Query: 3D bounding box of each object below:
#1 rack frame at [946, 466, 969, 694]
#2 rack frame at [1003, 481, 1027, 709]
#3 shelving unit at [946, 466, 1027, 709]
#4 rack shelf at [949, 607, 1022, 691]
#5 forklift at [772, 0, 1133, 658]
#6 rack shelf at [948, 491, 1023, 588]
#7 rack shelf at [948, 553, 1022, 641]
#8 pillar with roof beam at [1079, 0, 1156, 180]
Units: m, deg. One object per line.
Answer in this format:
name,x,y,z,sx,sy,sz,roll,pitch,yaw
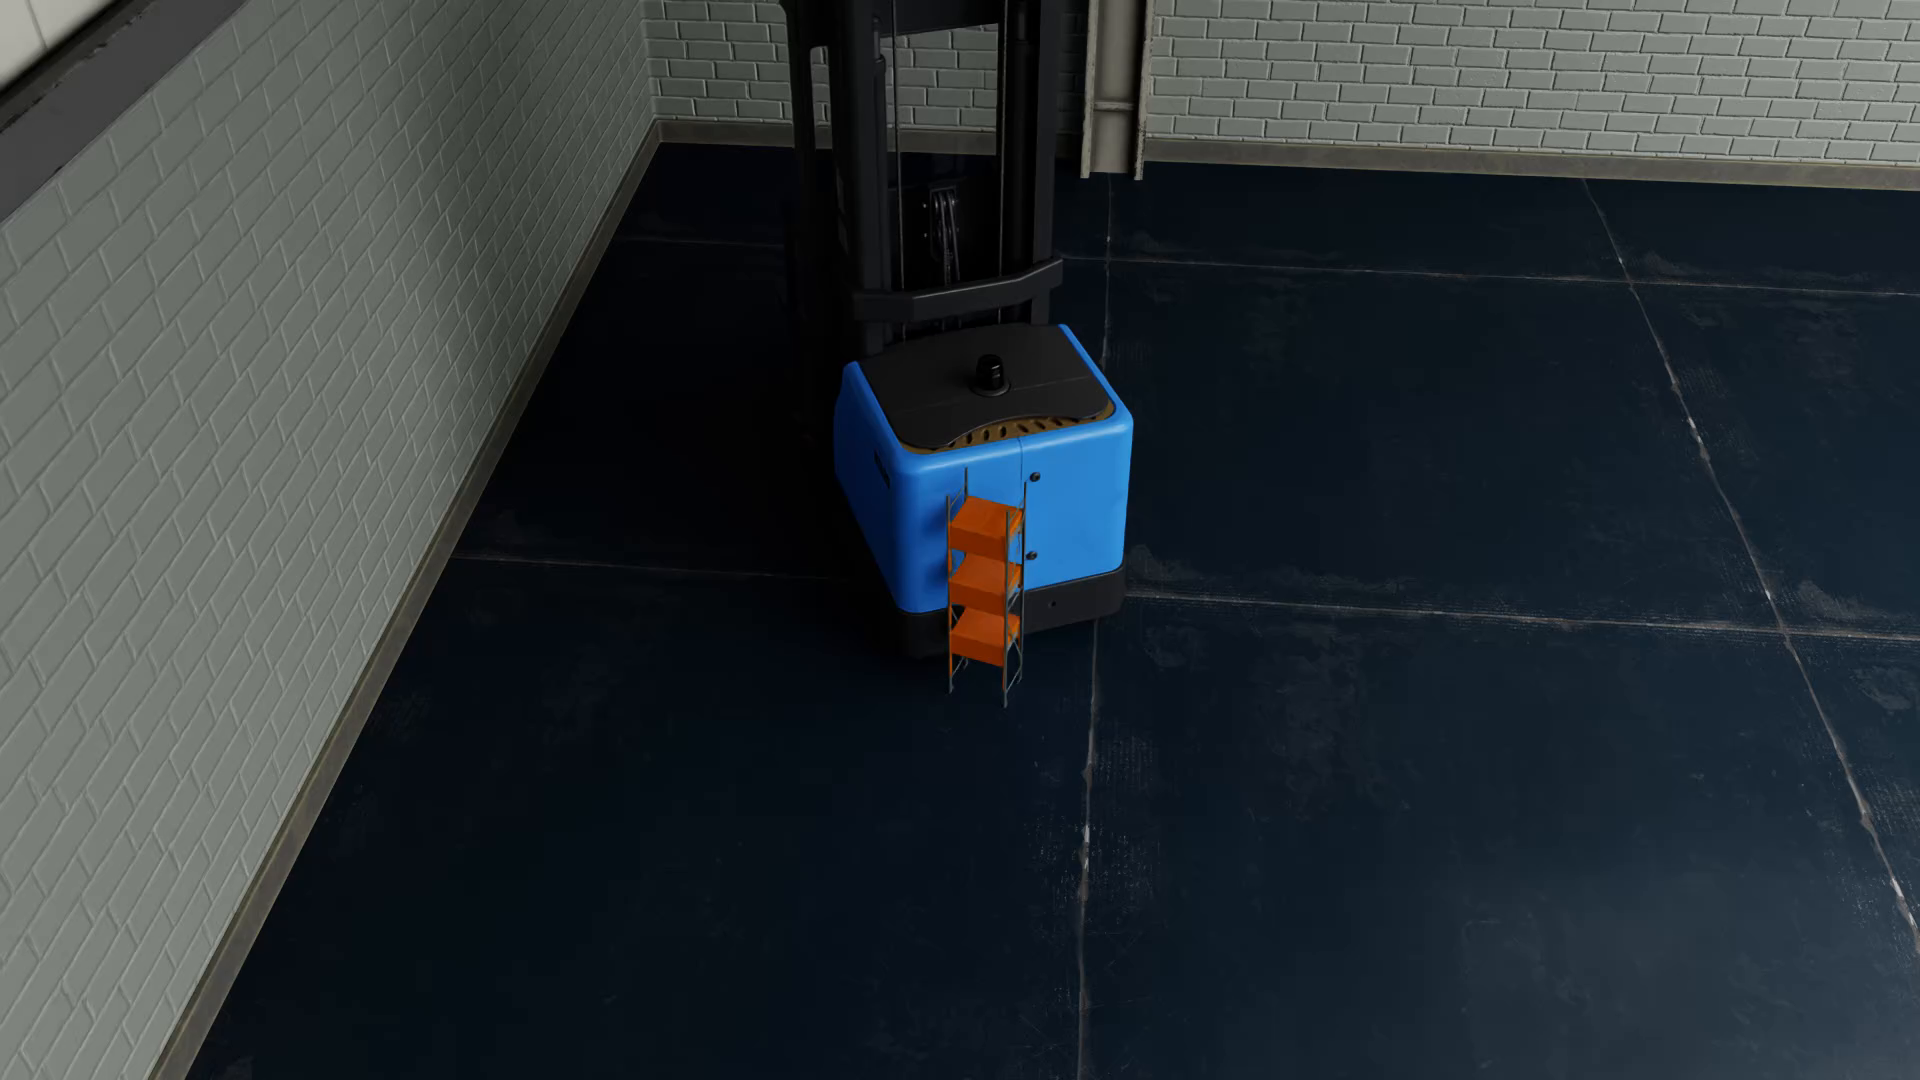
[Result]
rack frame,-0.008,0.179,6.696,0.008,1.050,0.200,15,42,17
rack frame,0.218,0.238,6.624,0.008,1.050,0.200,15,42,17
shelving unit,0.105,0.209,6.660,0.252,1.050,0.215,15,42,17
rack shelf,0.106,0.431,6.844,0.240,0.259,0.215,15,42,17
forklift,-0.233,-1.576,7.364,1.130,2.935,3.031,-12,41,-14
rack shelf,0.104,-0.001,6.485,0.240,0.259,0.215,15,42,17
rack shelf,0.105,0.217,6.667,0.240,0.259,0.215,15,42,17
pillar with roof beam,0.601,-3.174,4.522,0.400,9.000,9.100,3,39,4
